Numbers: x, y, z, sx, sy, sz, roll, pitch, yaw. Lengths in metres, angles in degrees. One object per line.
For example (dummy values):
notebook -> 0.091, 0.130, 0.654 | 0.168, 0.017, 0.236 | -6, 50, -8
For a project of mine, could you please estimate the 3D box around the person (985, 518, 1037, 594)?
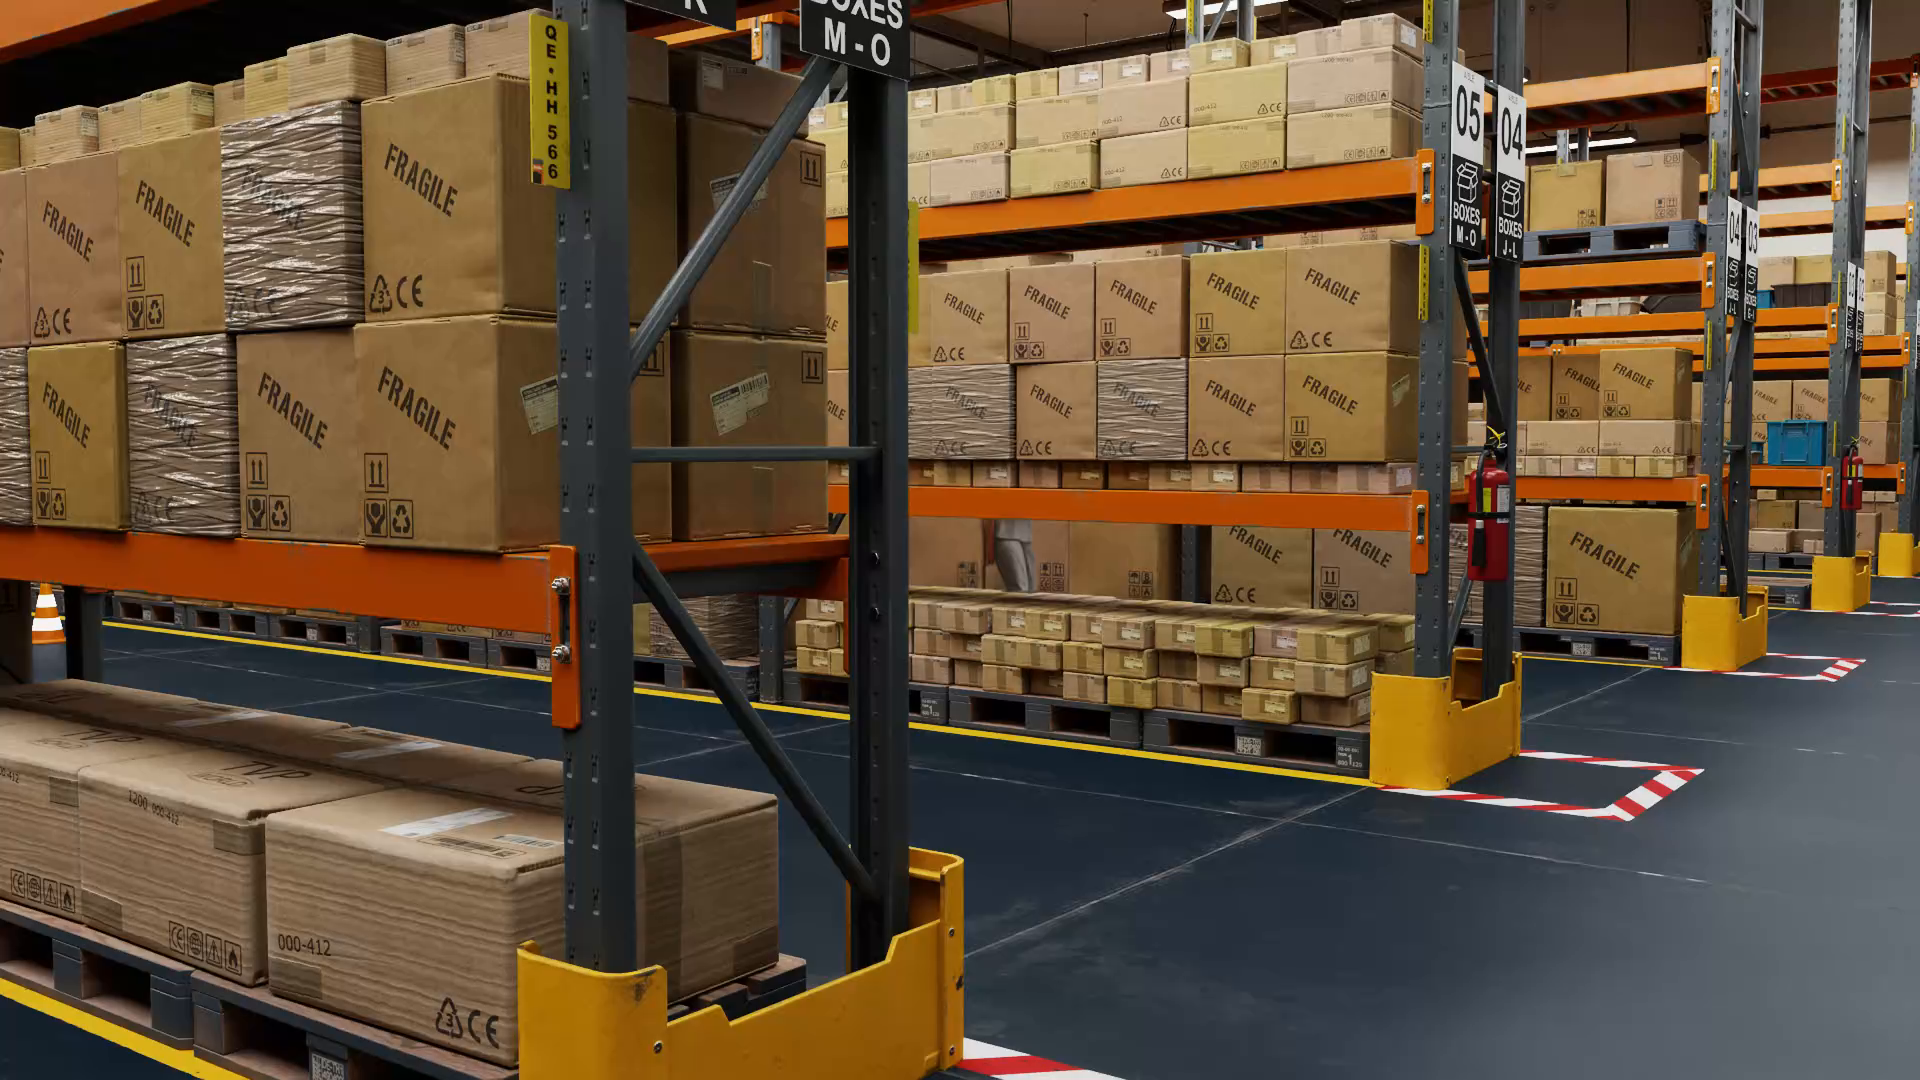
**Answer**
person -> 0.309, 0.014, 11.703 | 0.752, 1.648, 0.438 | 3, 4, 37
